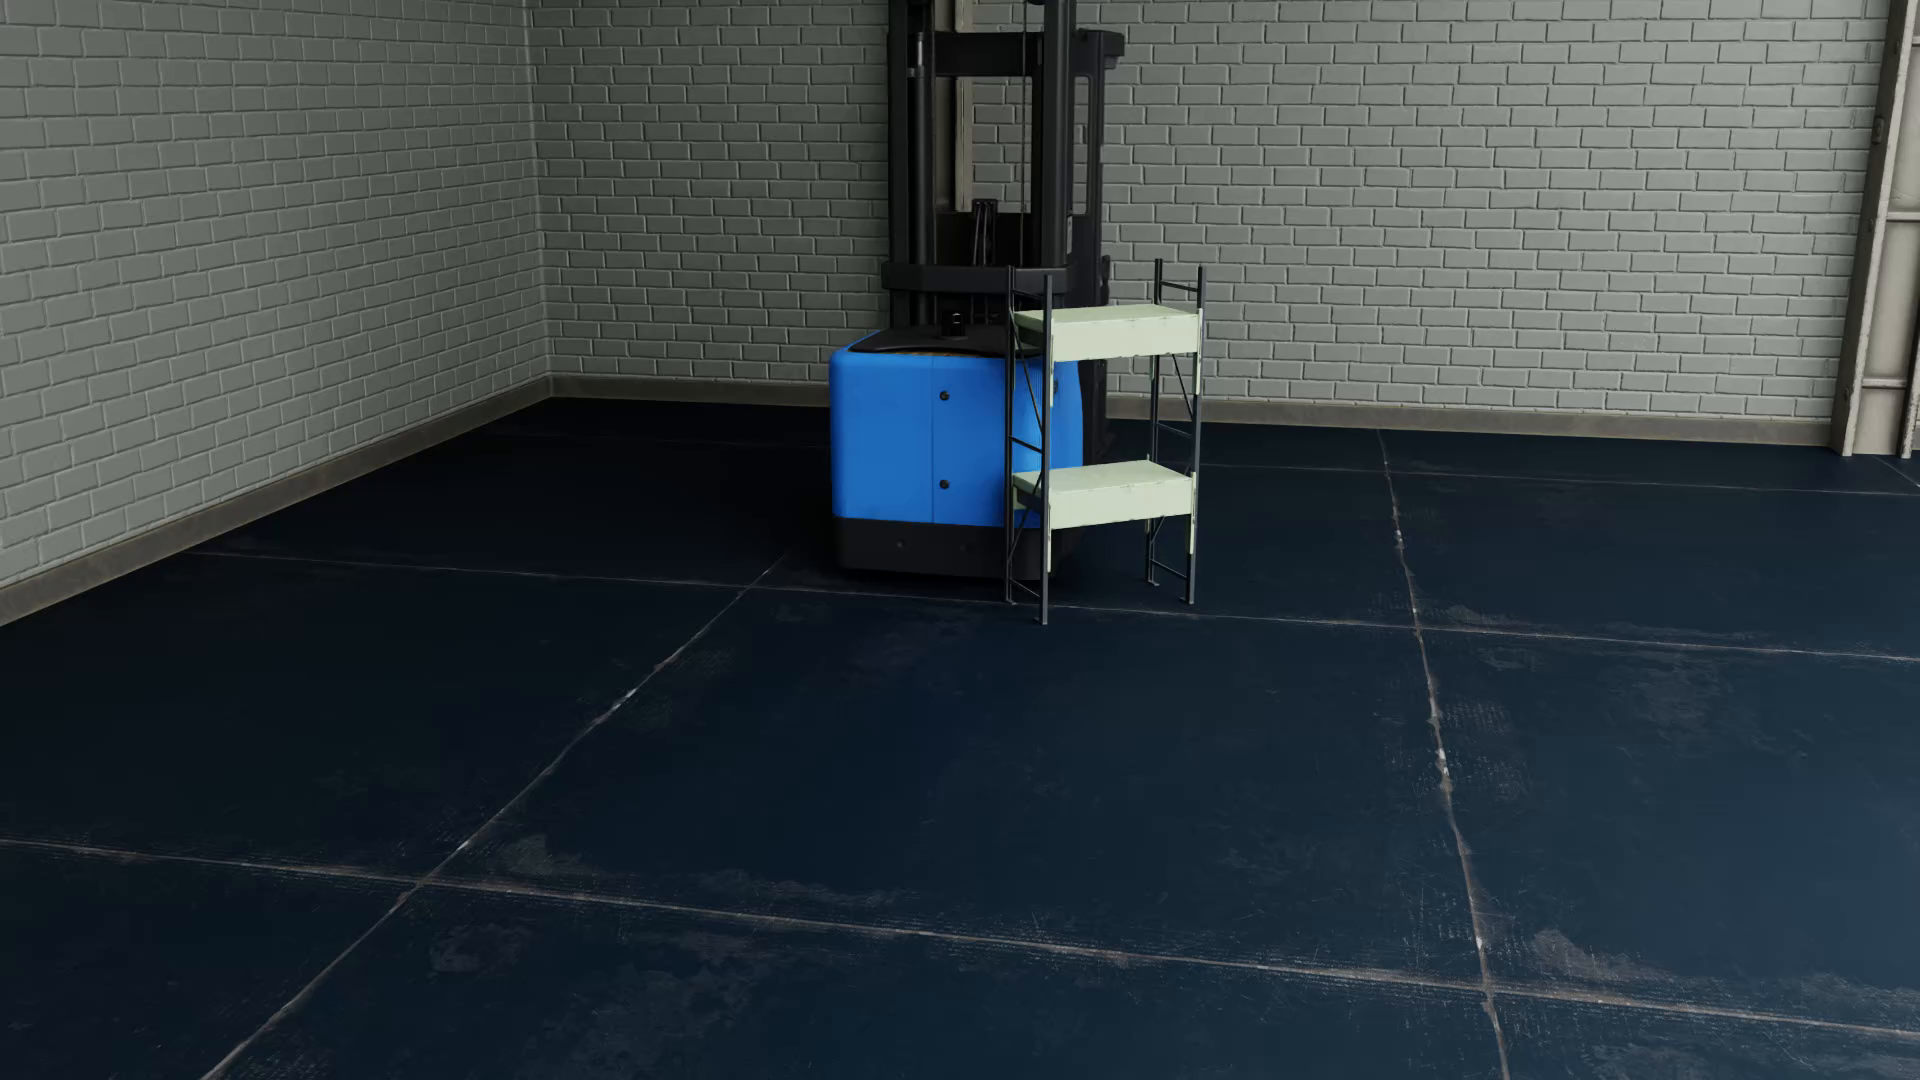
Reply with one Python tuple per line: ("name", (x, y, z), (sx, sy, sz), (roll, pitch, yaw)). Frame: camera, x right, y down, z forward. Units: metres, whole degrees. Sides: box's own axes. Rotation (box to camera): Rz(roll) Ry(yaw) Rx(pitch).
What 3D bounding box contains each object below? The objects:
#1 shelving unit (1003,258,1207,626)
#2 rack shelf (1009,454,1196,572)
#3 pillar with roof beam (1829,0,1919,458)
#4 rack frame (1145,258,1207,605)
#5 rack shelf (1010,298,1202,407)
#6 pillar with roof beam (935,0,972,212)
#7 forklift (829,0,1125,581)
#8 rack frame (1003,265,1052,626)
("shelving unit", (0.622, -0.443, 7.283), (0.755, 1.500, 0.431), (-7, 17, -23))
("rack shelf", (0.622, -0.129, 7.370), (0.720, 0.370, 0.431), (-7, 17, -23))
("pillar with roof beam", (4.880, -3.768, 5.236), (0.400, 9.000, 9.100), (3, 16, 11))
("rack frame", (0.957, -0.482, 7.424), (0.023, 1.500, 0.400), (-7, 17, -23))
("rack shelf", (0.622, -0.819, 7.179), (0.720, 0.370, 0.431), (-7, 17, -23))
("pillar with roof beam", (-1.000, -4.087, 6.388), (0.400, 9.000, 9.100), (3, 16, 11))
("forklift", (0.236, -1.578, 8.697), (1.130, 2.935, 3.031), (4, 16, 13))
("rack frame", (0.286, -0.404, 7.142), (0.023, 1.500, 0.400), (-7, 17, -23))
